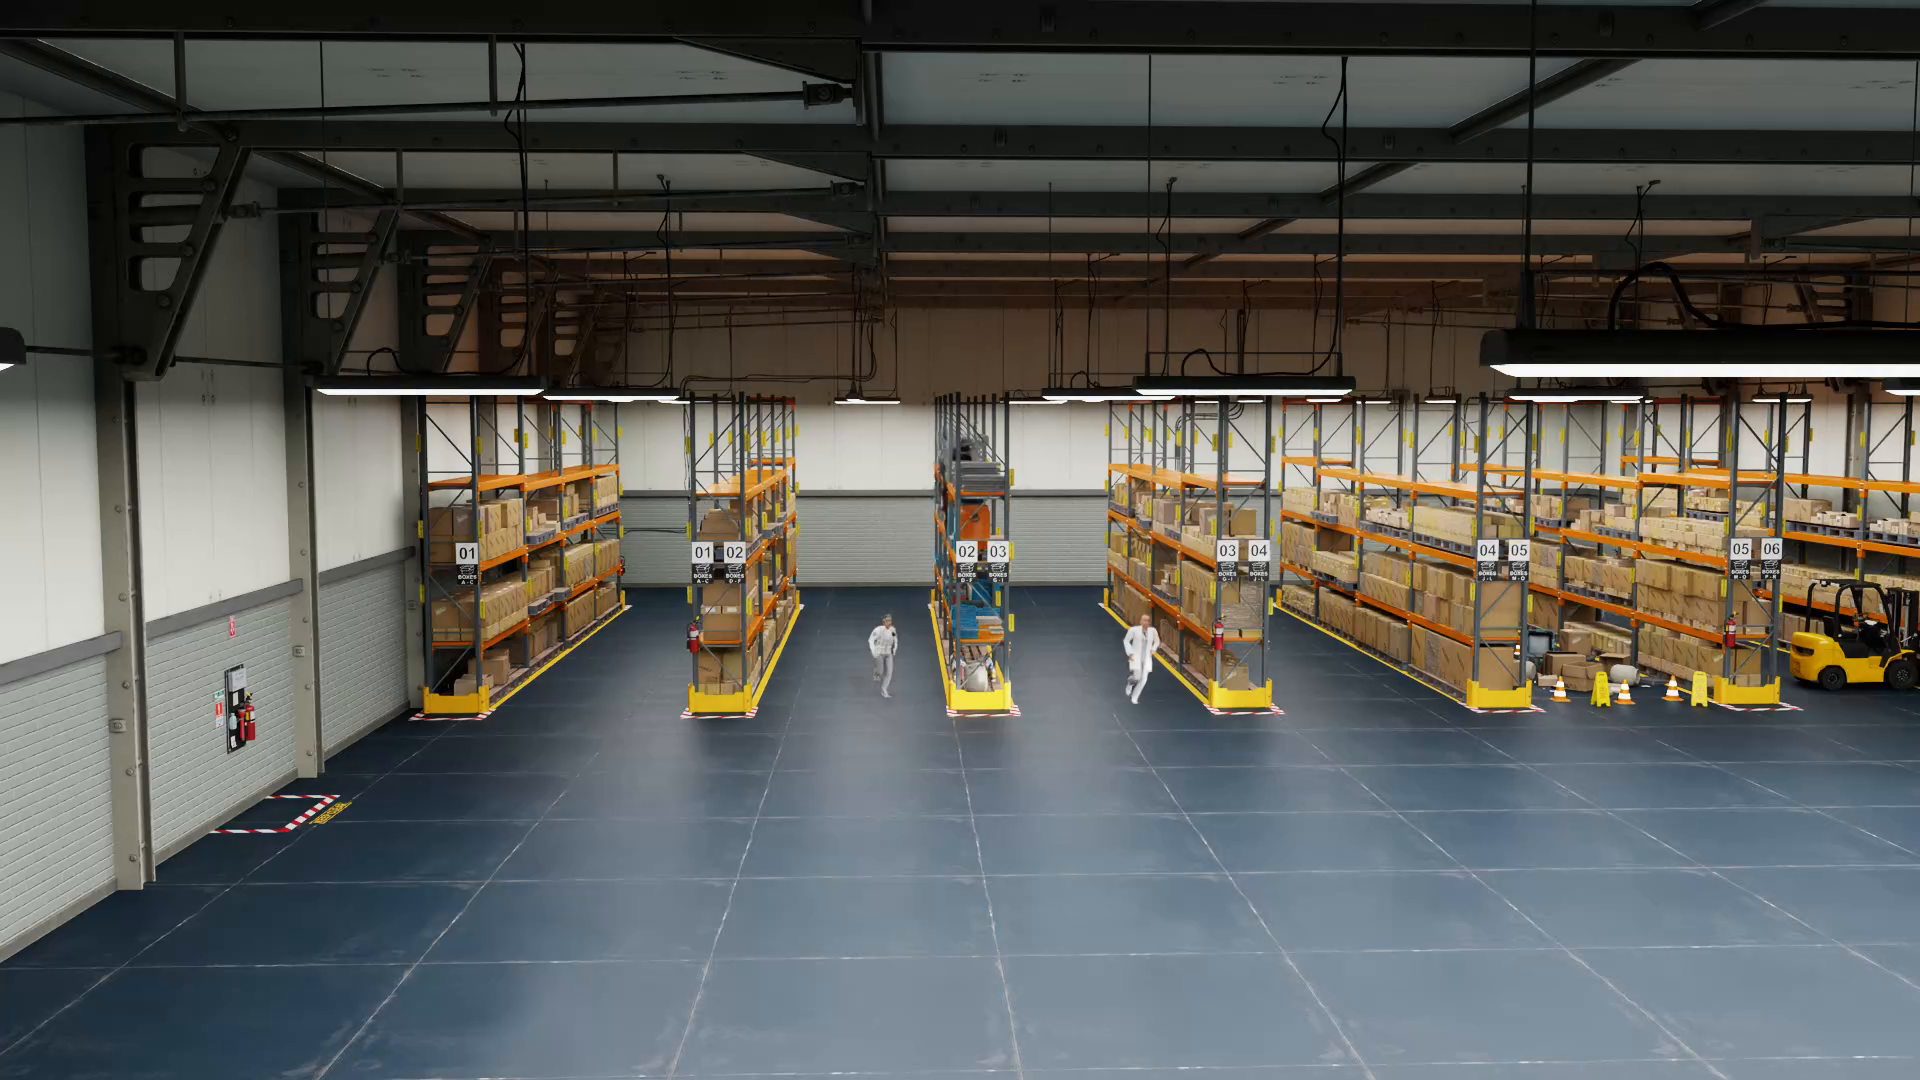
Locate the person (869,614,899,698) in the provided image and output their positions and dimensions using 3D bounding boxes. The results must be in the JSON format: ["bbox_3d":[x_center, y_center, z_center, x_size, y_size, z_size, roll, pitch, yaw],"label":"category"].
[{"bbox_3d":[-1.519,2.280,33.066,0.634,1.671,0.733,-2,5,-22],"label":"person"}]

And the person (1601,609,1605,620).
[{"bbox_3d":[16.906,1.328,44.300,0.564,1.749,0.789,-1,5,-16],"label":"person"}]

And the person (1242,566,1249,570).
[{"bbox_3d":[8.171,1.049,47.739,0.694,1.797,0.676,2,5,19],"label":"person"}]

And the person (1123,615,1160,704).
[{"bbox_3d":[3.531,2.295,32.301,0.700,1.720,0.649,-1,5,-11],"label":"person"}]
